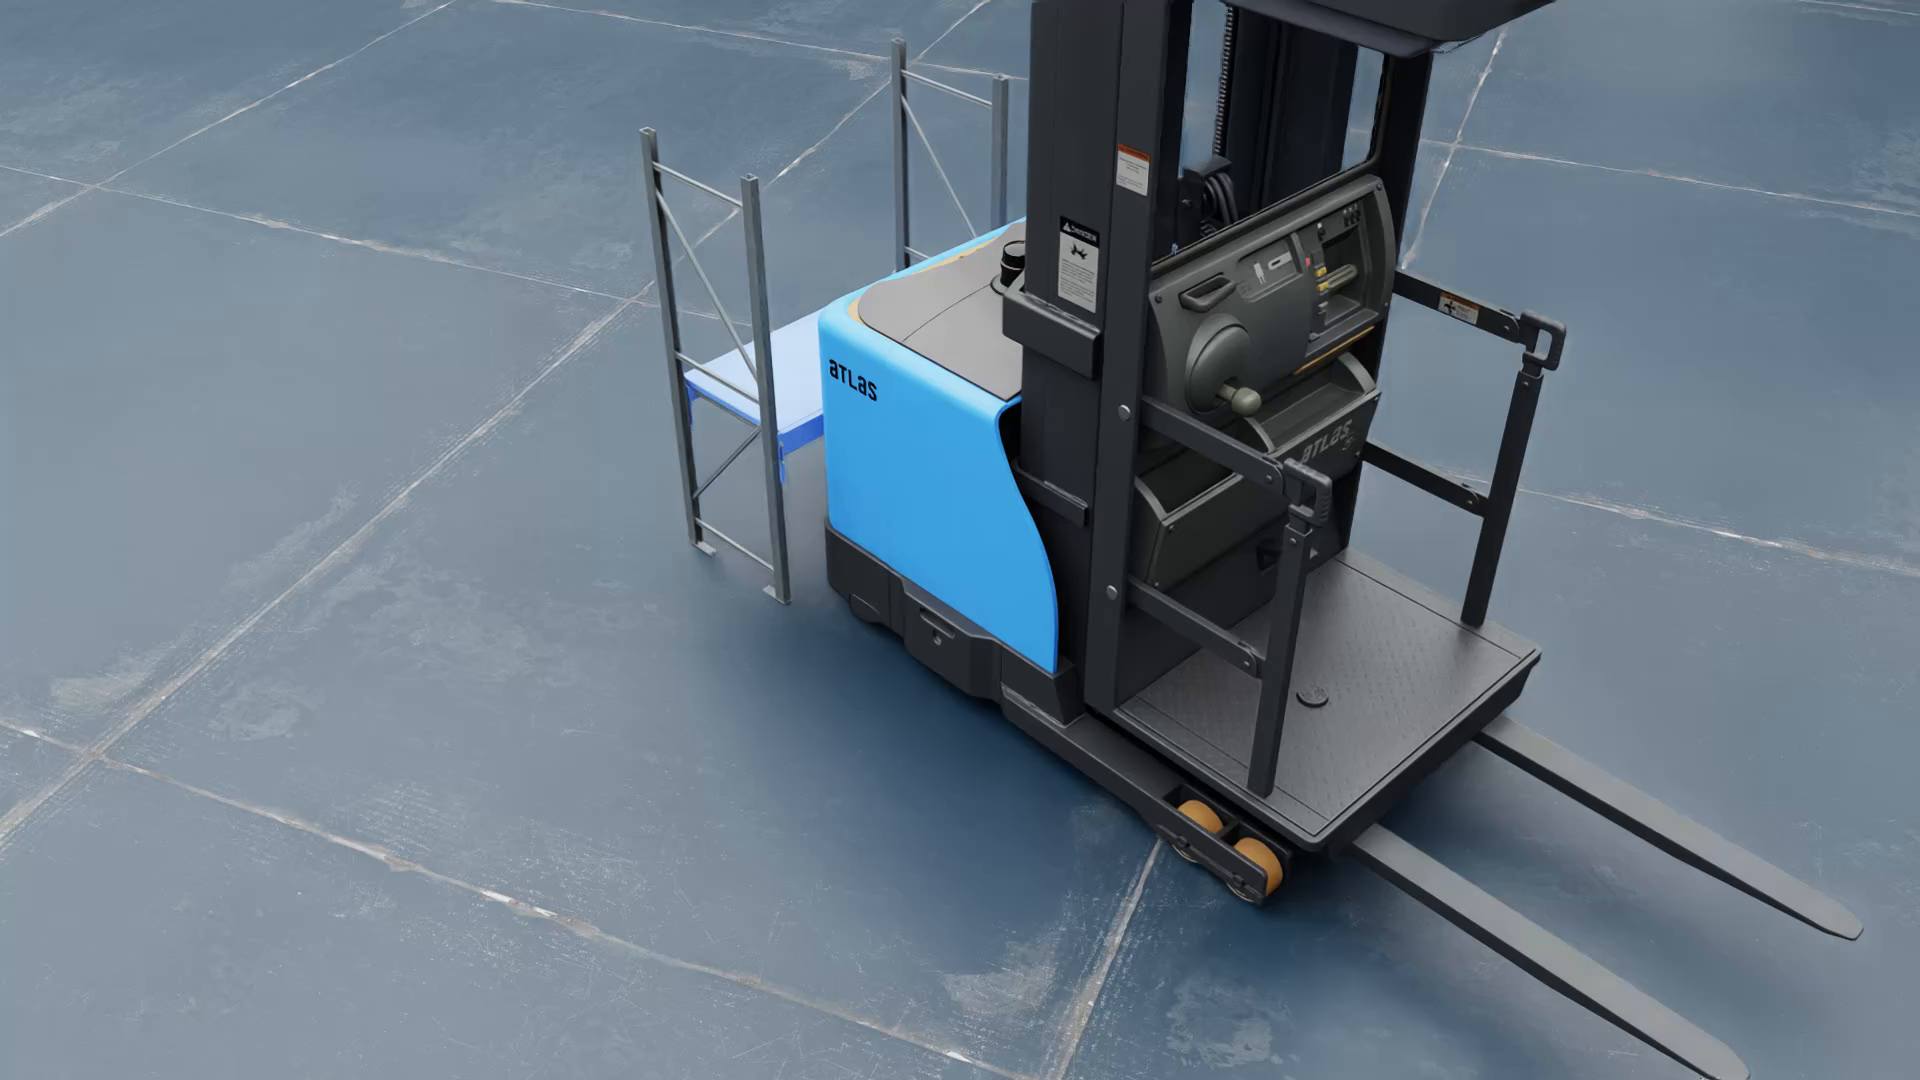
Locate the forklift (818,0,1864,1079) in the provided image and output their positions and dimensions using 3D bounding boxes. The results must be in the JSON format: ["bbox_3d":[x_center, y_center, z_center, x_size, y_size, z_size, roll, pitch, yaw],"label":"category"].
[{"bbox_3d":[0.946,-0.558,4.049,1.130,2.935,3.031,-30,46,-34],"label":"forklift"}]

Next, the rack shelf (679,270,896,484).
[{"bbox_3d":[-0.391,-0.570,5.560,0.538,0.185,1.000,30,46,34],"label":"rack shelf"}]

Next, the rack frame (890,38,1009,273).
[{"bbox_3d":[-0.038,-0.932,5.744,0.500,1.500,0.032,30,46,34],"label":"rack frame"}]

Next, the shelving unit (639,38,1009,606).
[{"bbox_3d":[-0.391,-0.714,5.452,0.538,1.500,1.048,30,46,34],"label":"shelving unit"}]

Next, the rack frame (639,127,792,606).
[{"bbox_3d":[-0.745,-0.495,5.160,0.500,1.500,0.032,30,46,34],"label":"rack frame"}]
